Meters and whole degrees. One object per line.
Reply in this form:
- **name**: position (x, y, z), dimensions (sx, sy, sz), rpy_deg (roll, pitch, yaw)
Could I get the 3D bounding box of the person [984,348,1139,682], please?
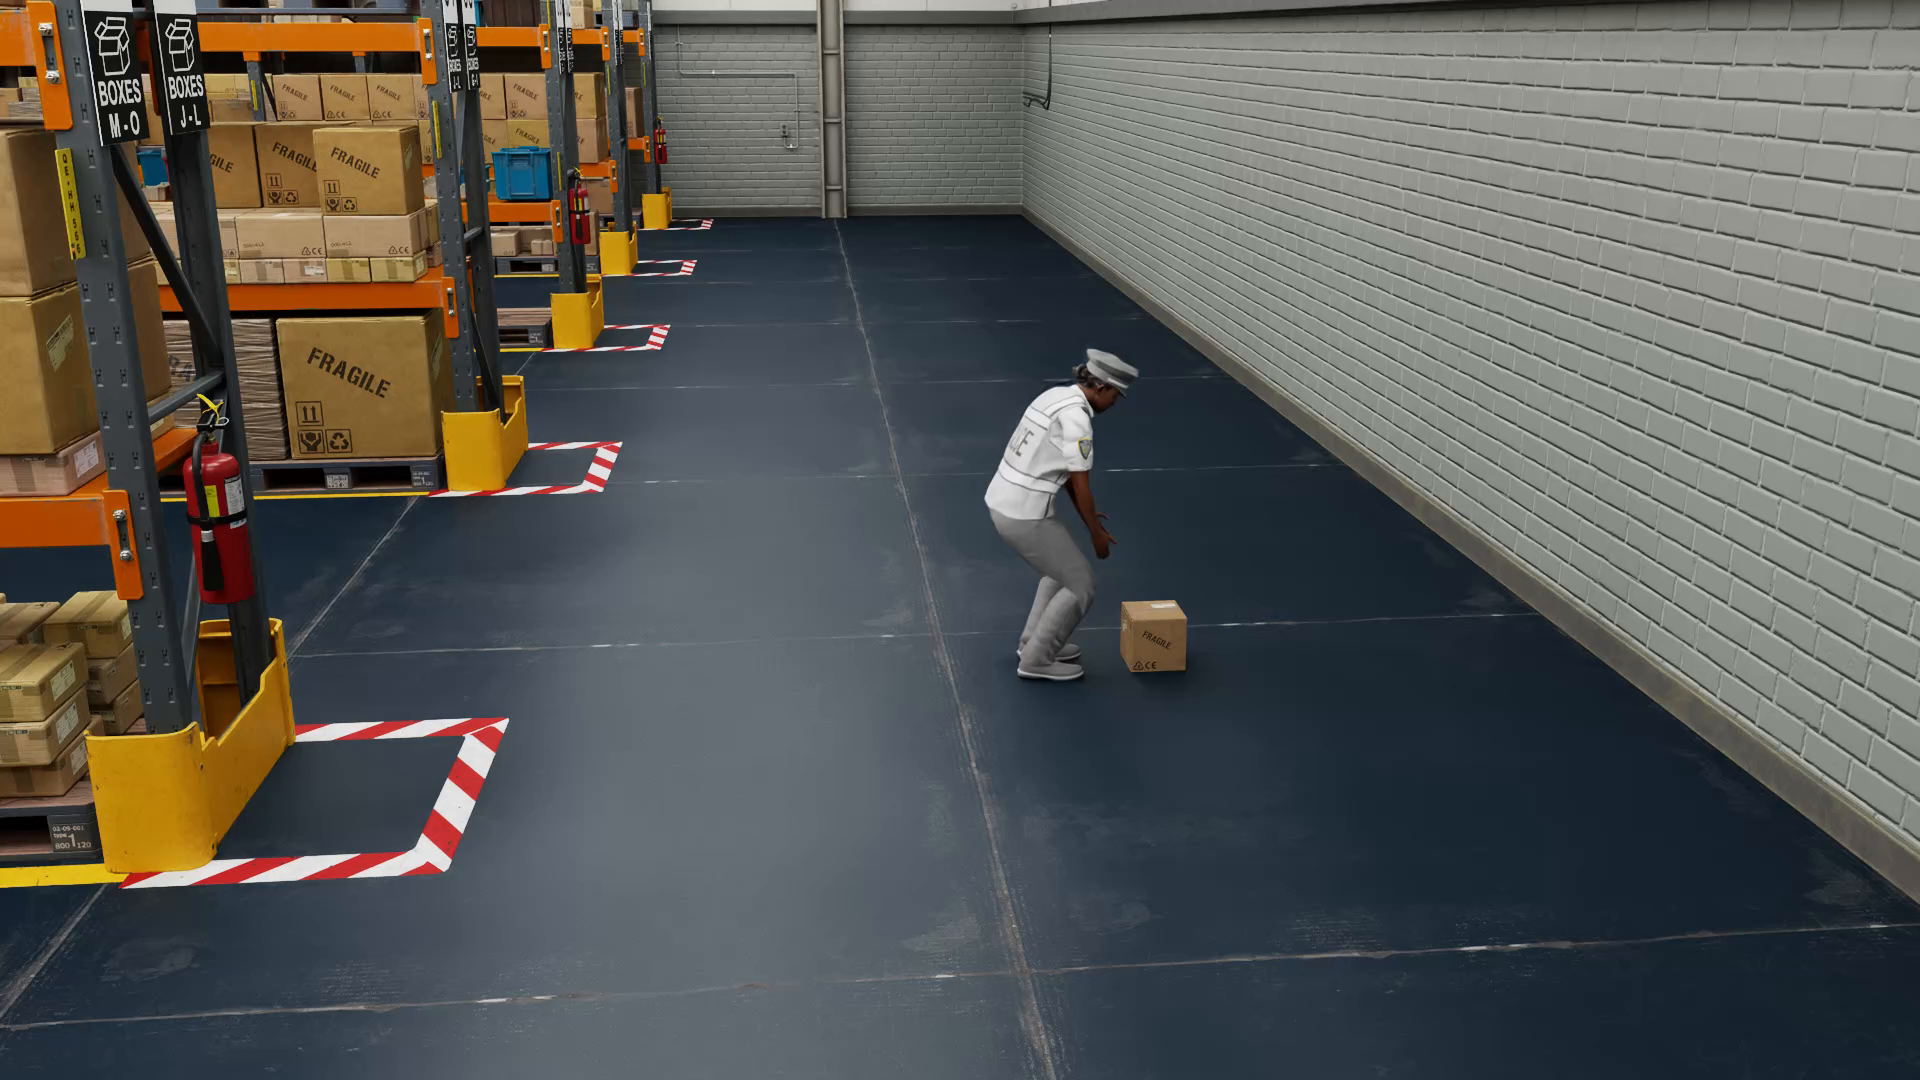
- **person**: position (0.441, -0.121, 7.346), dimensions (0.670, 1.440, 0.494), rpy_deg (-2, 17, -5)
